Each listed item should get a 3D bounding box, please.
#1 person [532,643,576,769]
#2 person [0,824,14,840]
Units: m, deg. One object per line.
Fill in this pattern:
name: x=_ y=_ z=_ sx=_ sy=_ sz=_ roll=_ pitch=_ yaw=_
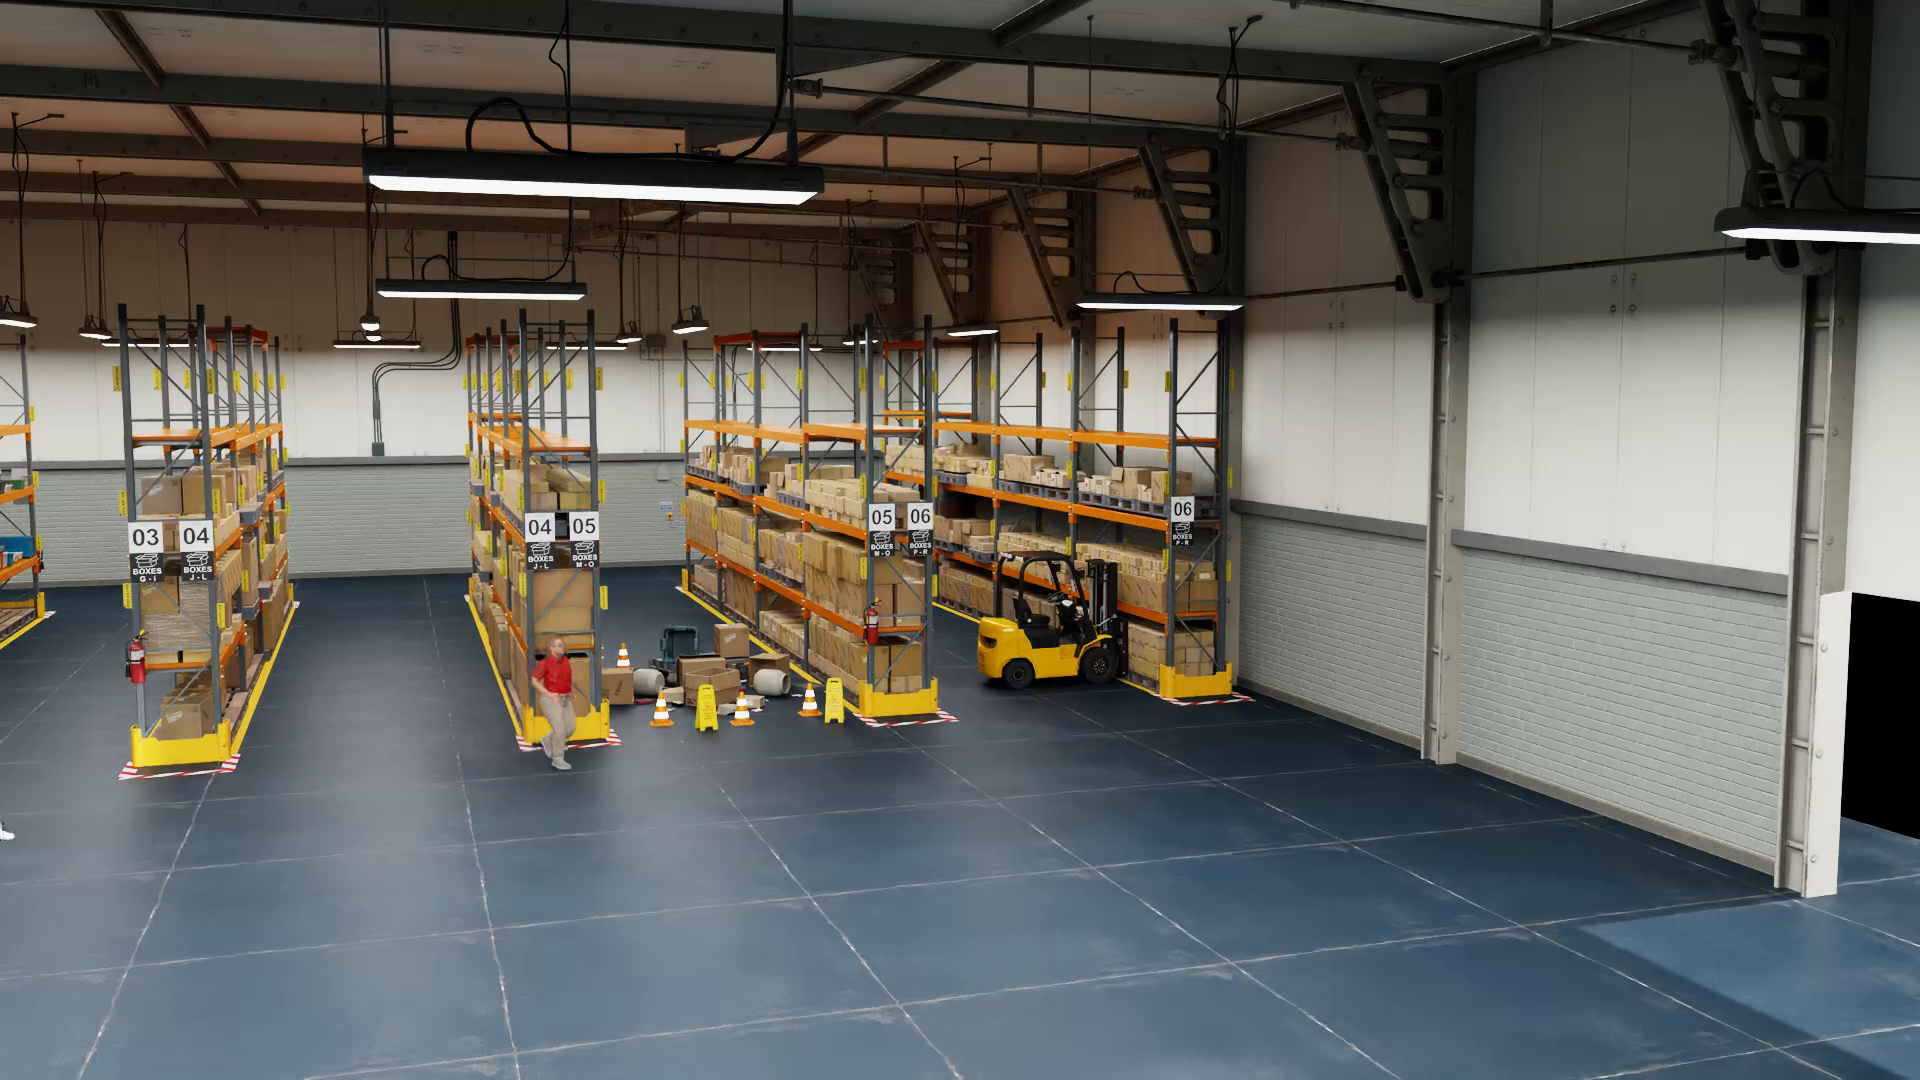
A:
person: x=-5.306 y=2.146 z=21.676 sx=0.626 sy=1.631 sz=0.649 roll=3 pitch=6 yaw=28
person: x=-10.789 y=2.501 z=18.107 sx=0.946 sy=1.554 sz=0.707 roll=1 pitch=5 yaw=6
